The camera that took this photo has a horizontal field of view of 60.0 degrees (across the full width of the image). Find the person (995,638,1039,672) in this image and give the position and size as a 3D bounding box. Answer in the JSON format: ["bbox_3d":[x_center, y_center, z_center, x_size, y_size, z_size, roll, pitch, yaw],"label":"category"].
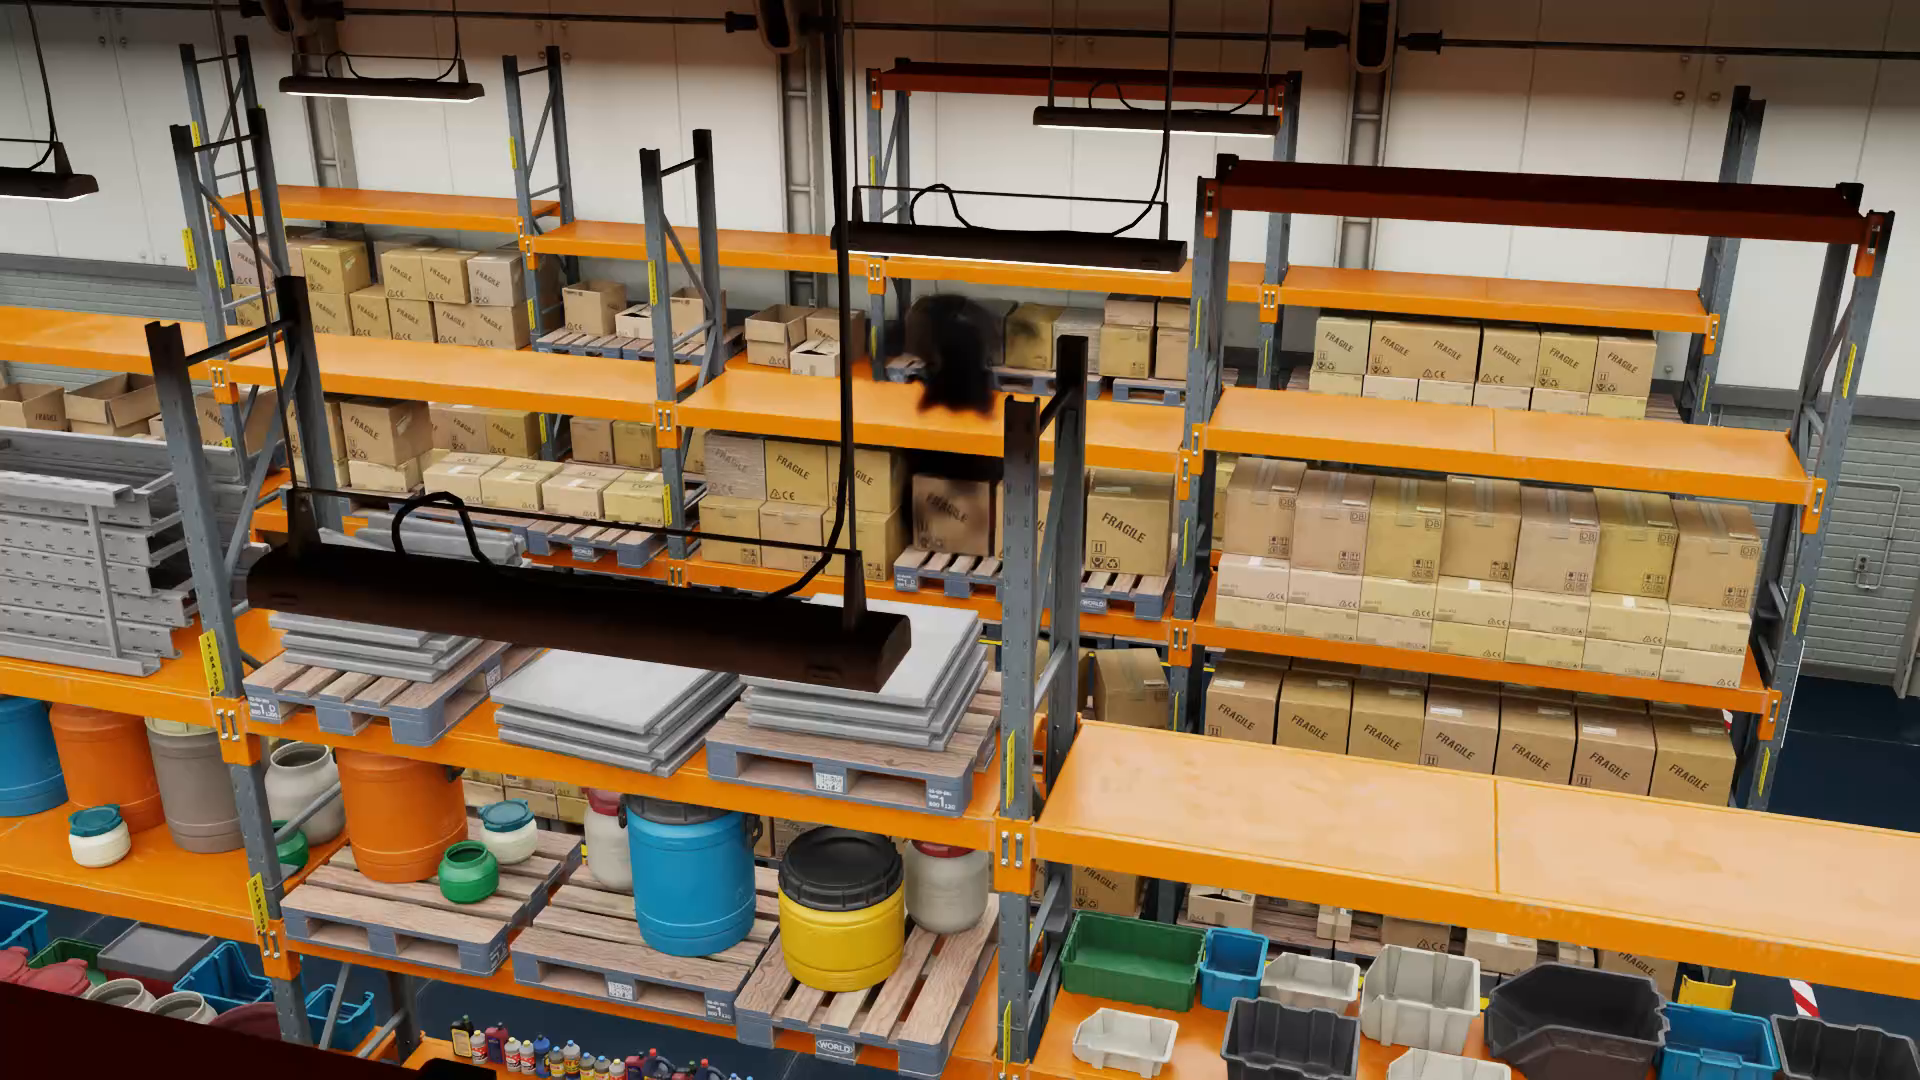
[{"bbox_3d":[0.654,1.063,16.219,0.912,1.541,0.567,-5,23,-11],"label":"person"}]
